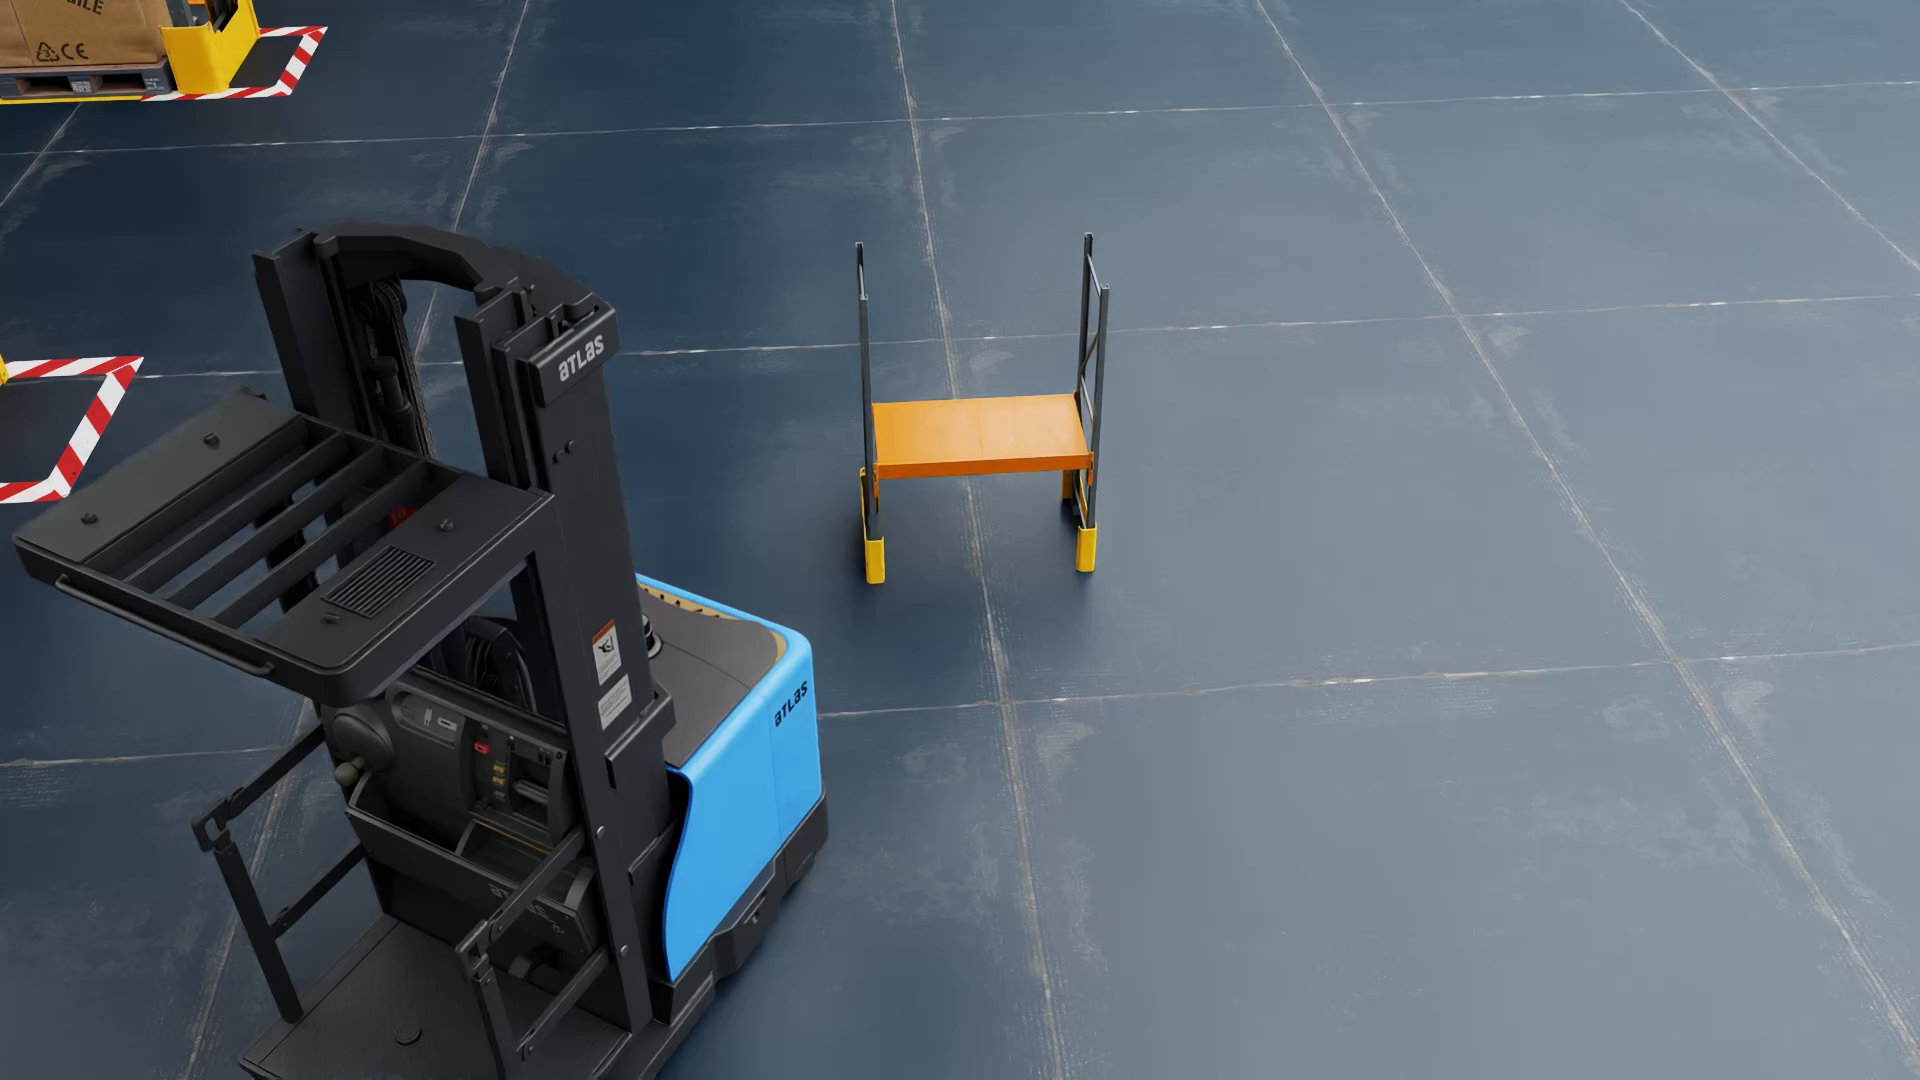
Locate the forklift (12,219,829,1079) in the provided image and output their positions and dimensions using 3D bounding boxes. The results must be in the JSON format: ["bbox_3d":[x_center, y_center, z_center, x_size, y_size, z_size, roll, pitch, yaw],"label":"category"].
[{"bbox_3d":[-1.644,0.703,4.815,1.130,2.935,3.031,18,42,21],"label":"forklift"}]

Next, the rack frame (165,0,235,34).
[{"bbox_3d":[-5.659,-4.816,11.754,0.127,3.000,1.000,-3,38,-4],"label":"rack frame"}]

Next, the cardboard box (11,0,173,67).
[{"bbox_3d":[-6.329,-4.068,12.183,0.875,0.875,0.875,-3,38,-4],"label":"cardboard box"}]

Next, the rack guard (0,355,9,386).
[{"bbox_3d":[-5.396,-0.764,8.637,0.348,0.500,1.175,-3,38,-4],"label":"rack guard"}]

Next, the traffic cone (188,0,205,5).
[{"bbox_3d":[-6.314,-4.667,13.613,0.334,0.463,0.336,-3,38,-4],"label":"traffic cone"}]

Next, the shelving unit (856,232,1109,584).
[{"bbox_3d":[0.076,-0.593,7.613,1.083,1.500,0.587,-3,38,-4],"label":"shelving unit"}]

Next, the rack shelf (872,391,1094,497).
[{"bbox_3d":[0.085,-0.452,7.725,1.000,0.185,0.538,-3,38,-4],"label":"rack shelf"}]

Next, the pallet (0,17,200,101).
[{"bbox_3d":[-6.449,-3.629,12.501,1.213,0.211,1.003,-3,38,-4],"label":"pallet"}]

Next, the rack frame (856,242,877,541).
[{"bbox_3d":[-0.421,-0.566,7.578,0.032,1.500,0.500,-3,38,-4],"label":"rack frame"}]

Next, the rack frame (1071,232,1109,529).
[{"bbox_3d":[0.591,-0.621,7.649,0.032,1.500,0.500,-3,38,-4],"label":"rack frame"}]

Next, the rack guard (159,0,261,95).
[{"bbox_3d":[-5.635,-3.836,12.530,0.348,0.500,1.175,-3,38,-4],"label":"rack guard"}]

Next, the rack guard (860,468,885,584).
[{"bbox_3d":[-0.420,-0.075,7.965,0.087,0.250,0.587,-3,38,-4],"label":"rack guard"}]

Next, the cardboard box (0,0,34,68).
[{"bbox_3d":[-7.205,-4.019,12.120,0.875,0.875,0.875,-4,38,-5],"label":"cardboard box"}]

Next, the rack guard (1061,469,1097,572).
[{"bbox_3d":[0.572,-0.130,8.034,0.087,0.250,0.587,-3,38,-4],"label":"rack guard"}]
